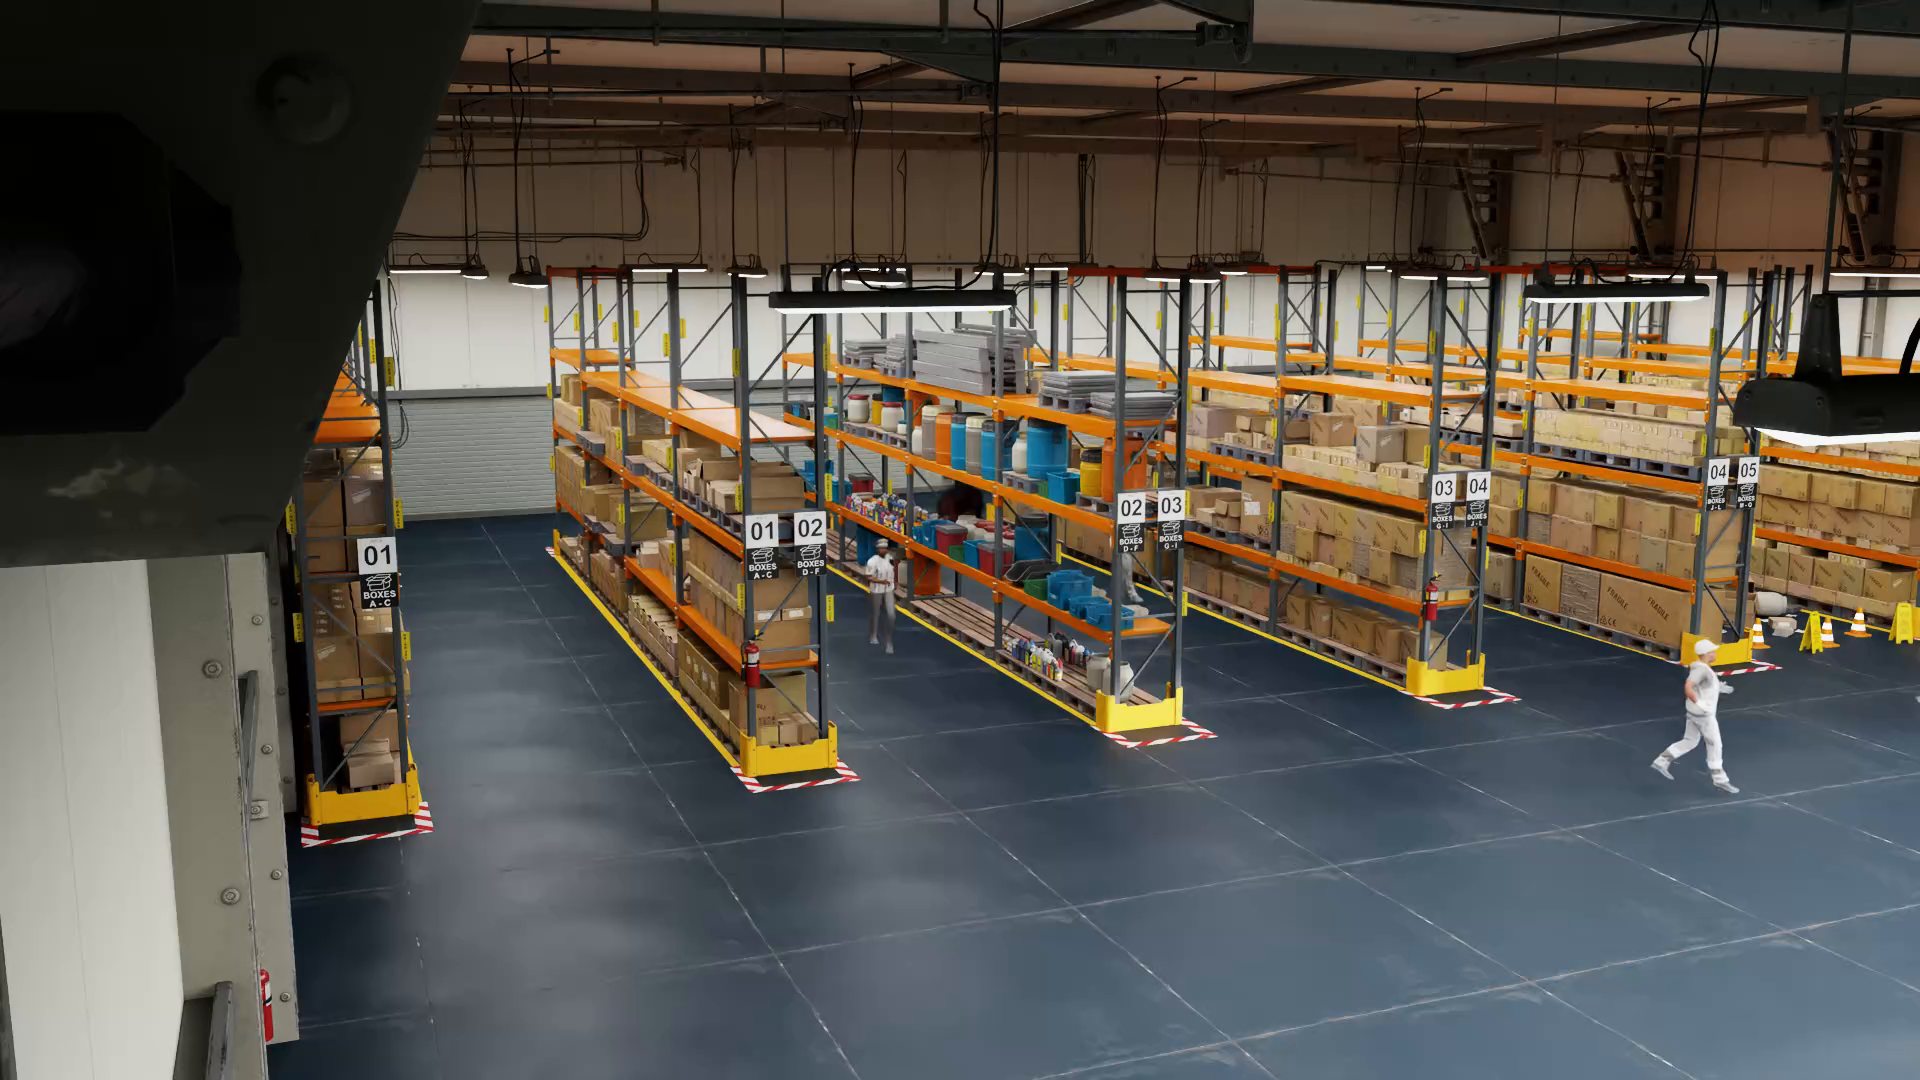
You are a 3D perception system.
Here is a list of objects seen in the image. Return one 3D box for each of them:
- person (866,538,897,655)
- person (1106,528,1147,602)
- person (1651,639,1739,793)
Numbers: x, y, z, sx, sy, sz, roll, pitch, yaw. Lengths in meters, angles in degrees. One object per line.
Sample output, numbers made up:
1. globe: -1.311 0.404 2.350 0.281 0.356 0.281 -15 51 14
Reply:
1. person: -1.173 0.852 25.402 0.582 1.805 0.699 -5 11 -25
2. person: 2.920 0.169 28.820 0.686 1.827 0.906 -5 11 -29
3. person: 8.716 2.057 19.597 0.979 1.807 0.642 2 10 10
